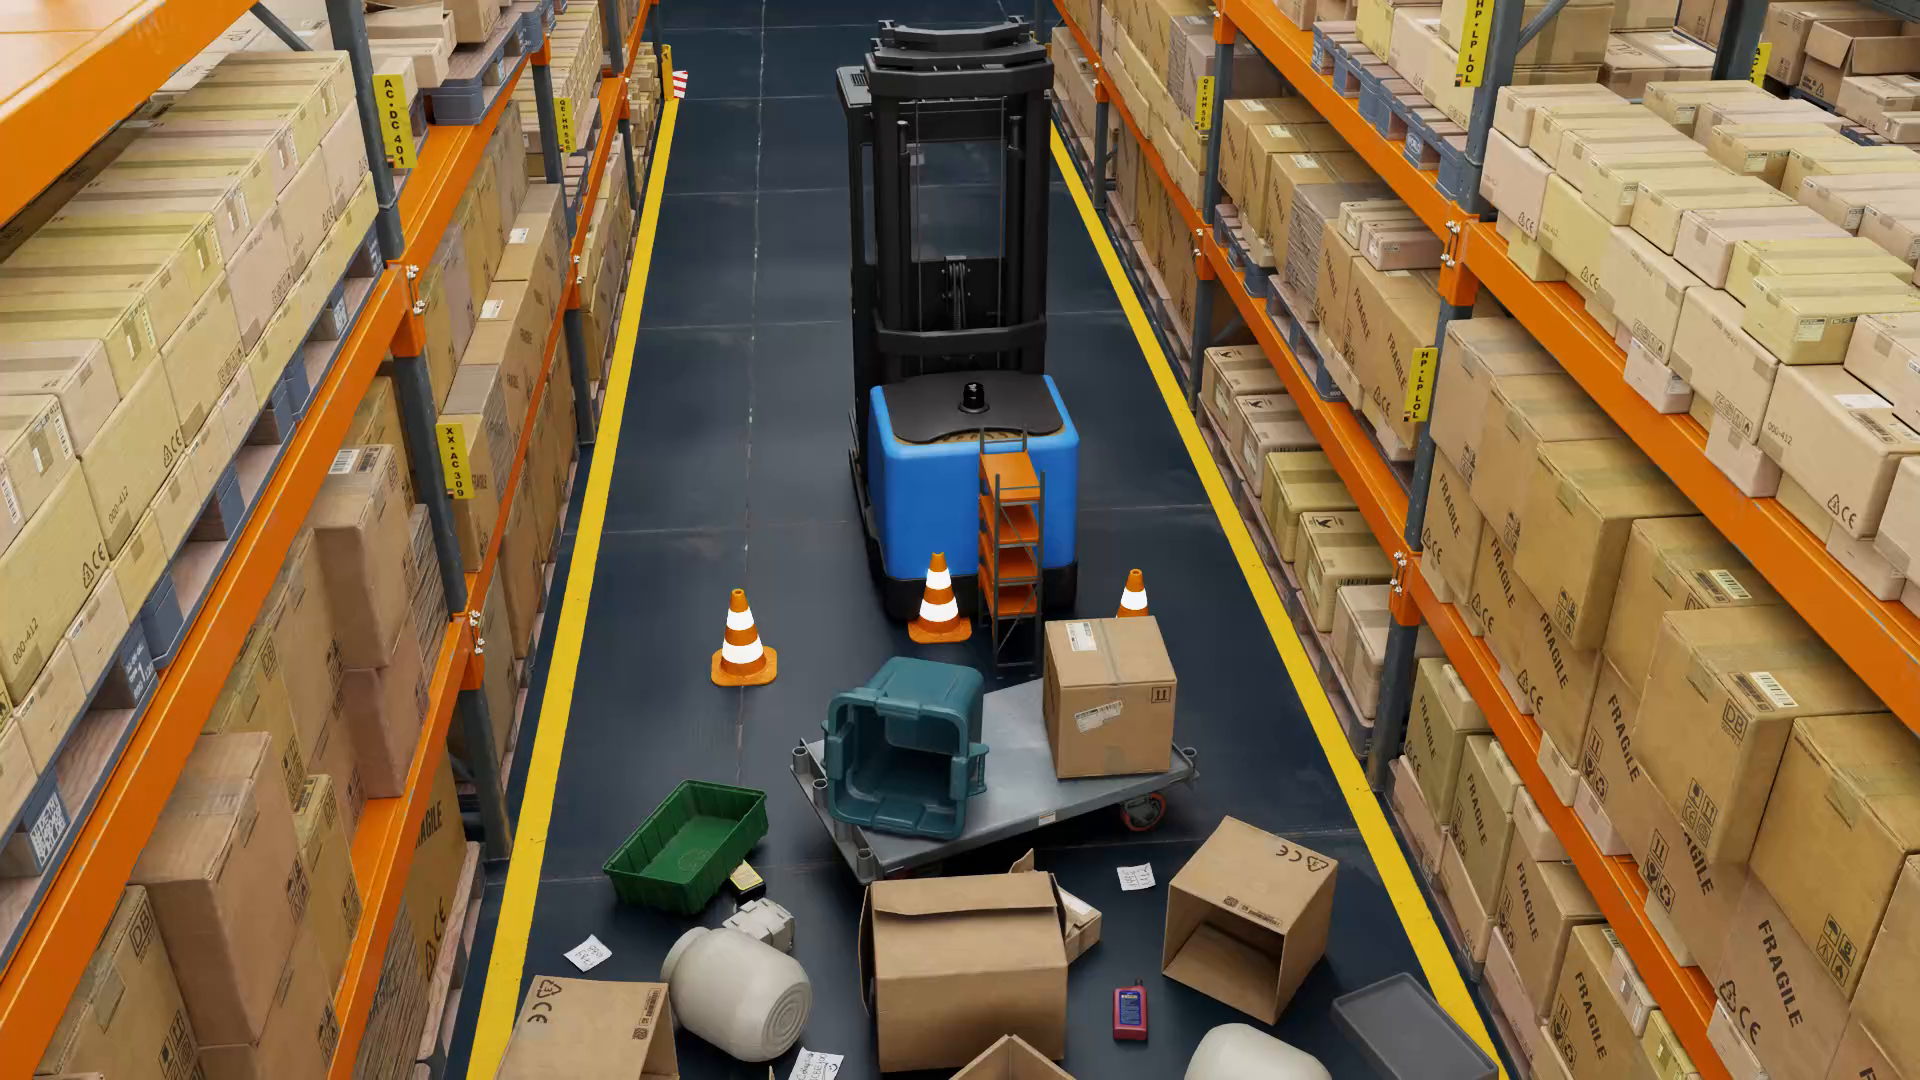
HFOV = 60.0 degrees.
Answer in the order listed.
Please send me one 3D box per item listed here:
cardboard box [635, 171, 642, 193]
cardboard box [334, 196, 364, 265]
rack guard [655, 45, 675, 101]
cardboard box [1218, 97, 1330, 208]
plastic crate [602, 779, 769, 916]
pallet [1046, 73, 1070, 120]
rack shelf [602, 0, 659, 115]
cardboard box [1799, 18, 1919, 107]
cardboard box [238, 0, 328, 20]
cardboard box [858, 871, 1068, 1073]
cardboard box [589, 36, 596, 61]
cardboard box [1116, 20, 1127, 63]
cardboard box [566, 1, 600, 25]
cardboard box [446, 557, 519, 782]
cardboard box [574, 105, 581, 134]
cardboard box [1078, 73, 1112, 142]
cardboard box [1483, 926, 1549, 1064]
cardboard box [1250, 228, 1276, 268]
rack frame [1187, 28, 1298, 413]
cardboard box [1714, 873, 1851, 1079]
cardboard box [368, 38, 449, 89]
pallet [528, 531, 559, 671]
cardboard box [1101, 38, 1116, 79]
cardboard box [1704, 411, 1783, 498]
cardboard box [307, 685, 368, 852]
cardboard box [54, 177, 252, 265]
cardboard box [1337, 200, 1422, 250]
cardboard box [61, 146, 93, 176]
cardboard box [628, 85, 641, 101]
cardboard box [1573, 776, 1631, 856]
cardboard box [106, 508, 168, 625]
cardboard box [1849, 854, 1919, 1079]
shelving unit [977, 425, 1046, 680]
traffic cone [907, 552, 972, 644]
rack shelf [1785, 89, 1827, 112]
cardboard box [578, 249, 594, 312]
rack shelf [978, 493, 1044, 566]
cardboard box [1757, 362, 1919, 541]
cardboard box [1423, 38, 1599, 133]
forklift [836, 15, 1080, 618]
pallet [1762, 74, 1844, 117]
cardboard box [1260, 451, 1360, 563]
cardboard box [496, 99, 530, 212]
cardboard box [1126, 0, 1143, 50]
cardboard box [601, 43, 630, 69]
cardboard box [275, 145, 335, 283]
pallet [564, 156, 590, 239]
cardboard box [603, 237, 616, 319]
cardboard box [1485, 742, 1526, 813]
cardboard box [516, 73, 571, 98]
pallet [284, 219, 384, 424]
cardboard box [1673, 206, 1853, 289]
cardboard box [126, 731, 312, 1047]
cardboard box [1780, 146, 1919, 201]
[{"bbox_3d":[-2.960,-3.112,14.405,0.380,0.149,0.250,-4,31,-7],"label":"cardboard box"},{"bbox_3d":[-2.123,-0.974,5.268,0.380,0.149,0.250,-2,31,-4],"label":"cardboard box"},{"bbox_3d":[-3.613,-4.884,17.440,1.175,0.500,0.348,-3,31,-5],"label":"rack guard"},{"bbox_3d":[1.858,-2.311,9.896,0.500,0.500,0.500,-4,31,-6],"label":"cardboard box"},{"bbox_3d":[-1.178,1.339,7.270,0.450,0.188,0.662,4,30,26],"label":"plastic crate"},{"bbox_3d":[1.452,-4.683,17.385,1.003,0.211,1.213,-3,31,-5],"label":"pallet"},{"bbox_3d":[-3.433,-4.666,15.339,1.077,0.370,4.000,-3,31,-5],"label":"rack shelf"},{"bbox_3d":[6.651,-3.490,12.157,0.797,0.503,0.637,-3,31,-6],"label":"cardboard box"},{"bbox_3d":[-2.882,-2.227,7.208,0.500,0.311,0.500,-4,31,-6],"label":"cardboard box"},{"bbox_3d":[0.013,1.645,6.374,0.797,0.637,0.503,-3,31,-5],"label":"cardboard box"},{"bbox_3d":[-2.966,-3.699,12.564,0.380,0.149,0.250,-1,31,-2],"label":"cardboard box"},{"bbox_3d":[1.510,-3.890,12.996,0.500,0.250,0.500,-2,31,-4],"label":"cardboard box"},{"bbox_3d":[-3.014,-4.086,12.922,0.380,0.149,0.250,-1,31,-2],"label":"cardboard box"},{"bbox_3d":[-2.646,0.603,7.599,1.050,0.750,0.750,-3,31,-5],"label":"cardboard box"},{"bbox_3d":[-2.839,-2.899,11.514,0.380,0.149,0.250,-2,31,-4],"label":"cardboard box"},{"bbox_3d":[1.637,-4.106,15.788,0.875,0.438,0.875,-4,31,-6],"label":"cardboard box"},{"bbox_3d":[2.320,1.699,6.253,0.500,0.250,0.500,-3,31,-5],"label":"cardboard box"},{"bbox_3d":[1.869,-1.669,9.455,0.380,0.149,0.250,-3,31,-4],"label":"cardboard box"},{"bbox_3d":[2.046,-2.201,10.509,1.000,3.000,0.127,-3,31,-5],"label":"rack frame"},{"bbox_3d":[2.427,1.193,4.440,0.500,0.500,0.500,-3,31,-4],"label":"cardboard box"},{"bbox_3d":[-2.371,-2.001,6.987,0.380,0.149,0.250,-3,31,-5],"label":"cardboard box"},{"bbox_3d":[-2.763,0.313,9.021,1.003,0.211,1.213,-3,31,-5],"label":"pallet"},{"bbox_3d":[1.451,-3.941,13.569,0.500,0.250,0.500,-3,31,-6],"label":"cardboard box"},{"bbox_3d":[2.294,-0.247,4.558,0.380,0.149,0.250,-3,31,-5],"label":"cardboard box"},{"bbox_3d":[-2.445,0.815,5.315,0.875,0.550,0.550,-3,31,-5],"label":"cardboard box"},{"bbox_3d":[-2.030,-0.799,4.198,0.380,0.149,0.250,-3,31,-5],"label":"cardboard box"},{"bbox_3d":[2.026,-1.503,7.911,0.380,0.149,0.250,-4,31,-7],"label":"cardboard box"},{"bbox_3d":[-2.755,-1.154,4.791,0.380,0.149,0.250,-3,31,-5],"label":"cardboard box"},{"bbox_3d":[-3.193,-4.151,15.565,0.380,0.149,0.250,-3,31,-4],"label":"cardboard box"},{"bbox_3d":[2.292,0.906,5.552,0.380,0.149,0.250,-3,31,-5],"label":"cardboard box"},{"bbox_3d":[-1.933,0.063,3.532,0.380,0.149,0.250,-3,31,-4],"label":"cardboard box"},{"bbox_3d":[2.529,1.033,3.732,0.700,0.500,0.500,-3,31,-6],"label":"cardboard box"},{"bbox_3d":[0.254,0.069,8.464,0.258,1.200,0.503,-4,31,-7],"label":"shelving unit"},{"bbox_3d":[-0.112,0.264,8.856,0.336,0.463,0.334,-3,31,-5],"label":"traffic cone"},{"bbox_3d":[6.801,-3.153,12.805,1.077,0.370,4.000,-3,31,-5],"label":"rack shelf"},{"bbox_3d":[-2.696,-1.705,10.976,0.500,0.250,0.500,-4,31,-7],"label":"cardboard box"},{"bbox_3d":[0.254,-0.065,8.384,0.258,0.148,0.480,-4,31,-7],"label":"rack shelf"},{"bbox_3d":[2.379,-0.237,4.153,0.500,0.250,0.500,-2,31,-3],"label":"cardboard box"},{"bbox_3d":[2.221,-1.853,6.739,0.500,0.250,0.500,-3,31,-6],"label":"cardboard box"},{"bbox_3d":[-0.094,-1.577,9.532,1.130,2.935,3.031,-4,31,-7],"label":"forklift"},{"bbox_3d":[6.802,-3.351,12.622,1.003,0.211,1.213,-3,31,-5],"label":"pallet"},{"bbox_3d":[2.231,-0.200,9.313,0.950,0.372,0.625,-2,31,-3],"label":"cardboard box"},{"bbox_3d":[-2.841,-2.154,9.359,0.700,0.500,0.500,-3,31,-5],"label":"cardboard box"},{"bbox_3d":[1.547,-3.962,12.386,0.500,0.500,0.500,-3,31,-6],"label":"cardboard box"},{"bbox_3d":[-2.947,-4.007,13.778,0.380,0.149,0.250,-2,31,-3],"label":"cardboard box"},{"bbox_3d":[-2.150,-0.947,4.834,0.500,0.250,0.500,-3,31,-5],"label":"cardboard box"},{"bbox_3d":[-3.045,-2.188,10.676,1.213,0.211,1.003,-3,31,-5],"label":"pallet"},{"bbox_3d":[-2.788,-1.911,12.052,0.500,0.500,0.500,-4,31,-6],"label":"cardboard box"},{"bbox_3d":[2.208,0.884,6.252,0.380,0.149,0.250,-2,31,-3],"label":"cardboard box"},{"bbox_3d":[-2.820,-3.021,11.138,0.380,0.149,0.250,-1,31,-2],"label":"cardboard box"},{"bbox_3d":[-2.433,-0.701,5.160,1.003,0.211,1.213,-3,31,-5],"label":"pallet"},{"bbox_3d":[2.301,-0.842,4.777,0.380,0.149,0.250,-3,31,-5],"label":"cardboard box"},{"bbox_3d":[-2.182,0.884,4.145,0.875,0.550,0.550,-3,31,-5],"label":"cardboard box"},{"bbox_3d":[2.858,-1.137,5.271,0.380,0.149,0.250,-2,31,-3],"label":"cardboard box"}]
